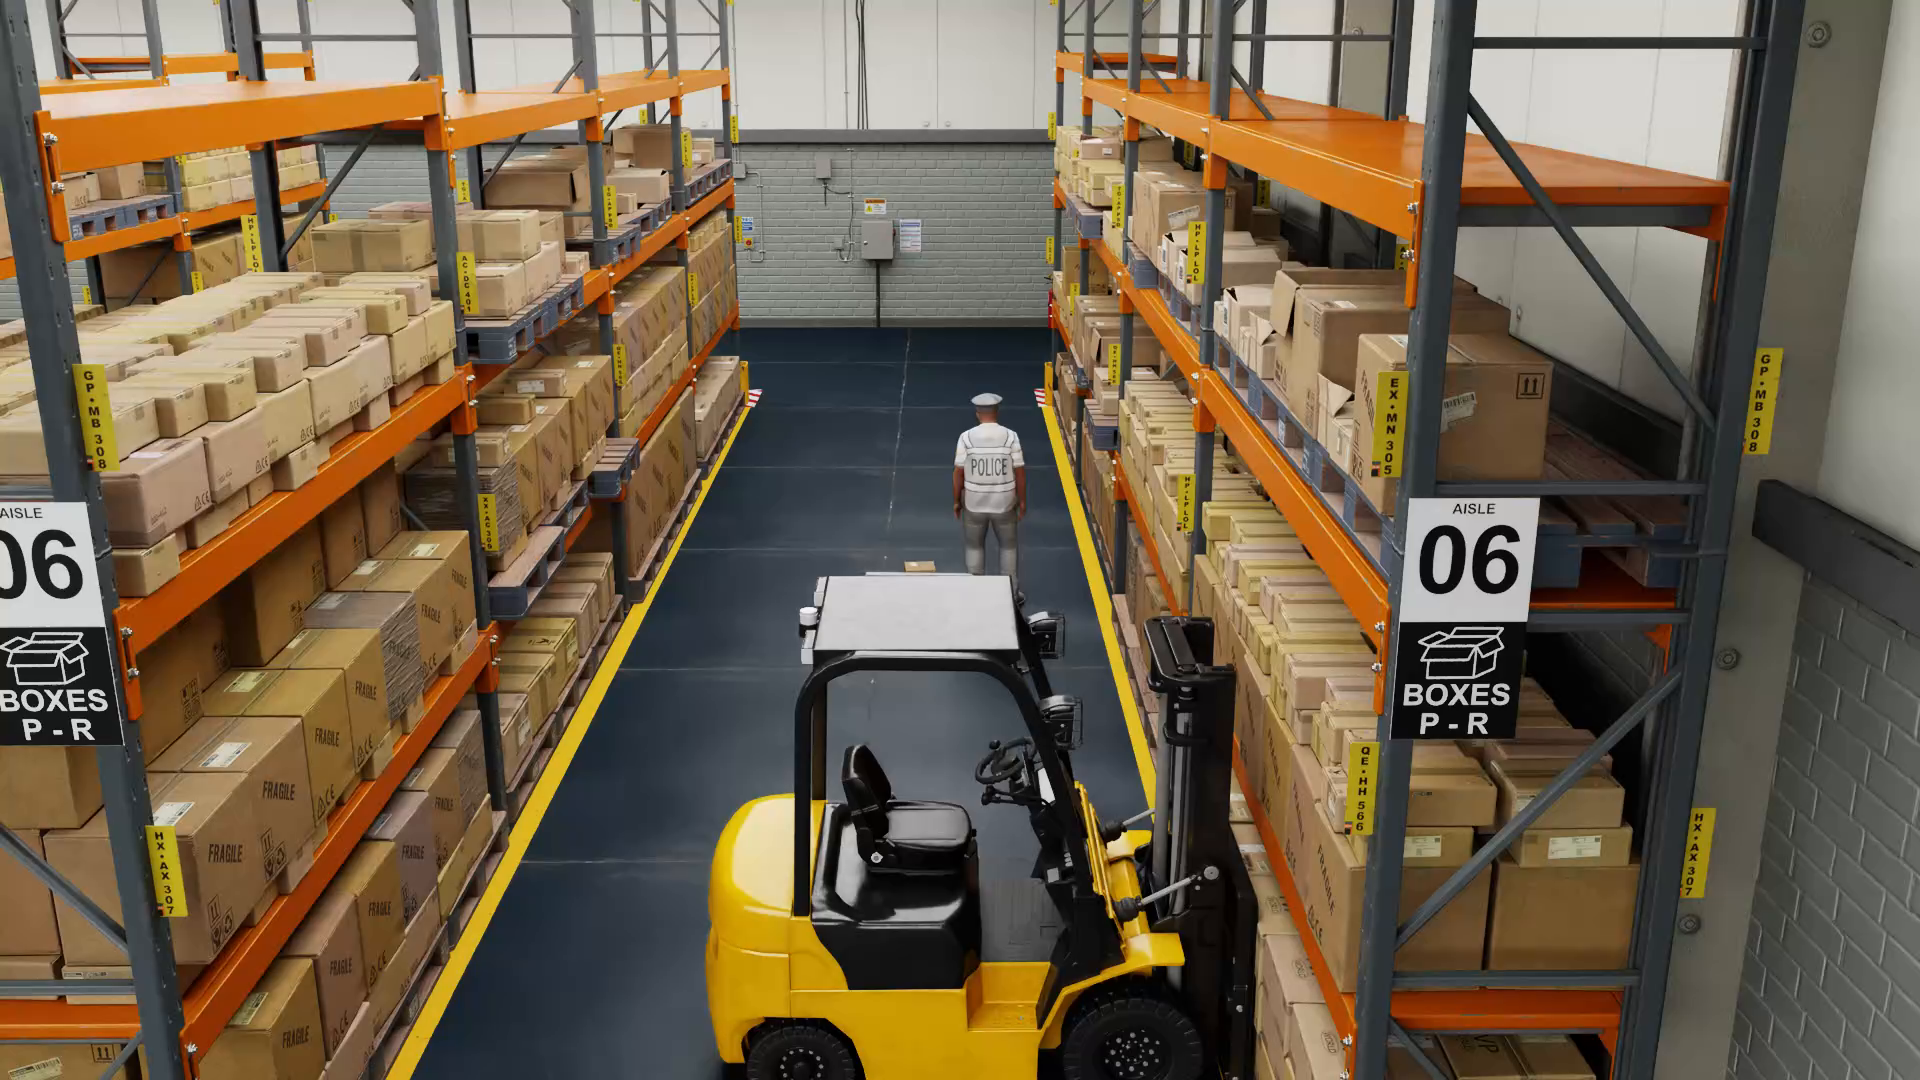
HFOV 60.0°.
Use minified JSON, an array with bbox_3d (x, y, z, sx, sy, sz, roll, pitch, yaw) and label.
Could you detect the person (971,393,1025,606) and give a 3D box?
[{"bbox_3d":[0.291,-0.309,13.540,0.500,1.748,0.331,0,17,2],"label":"person"}]
